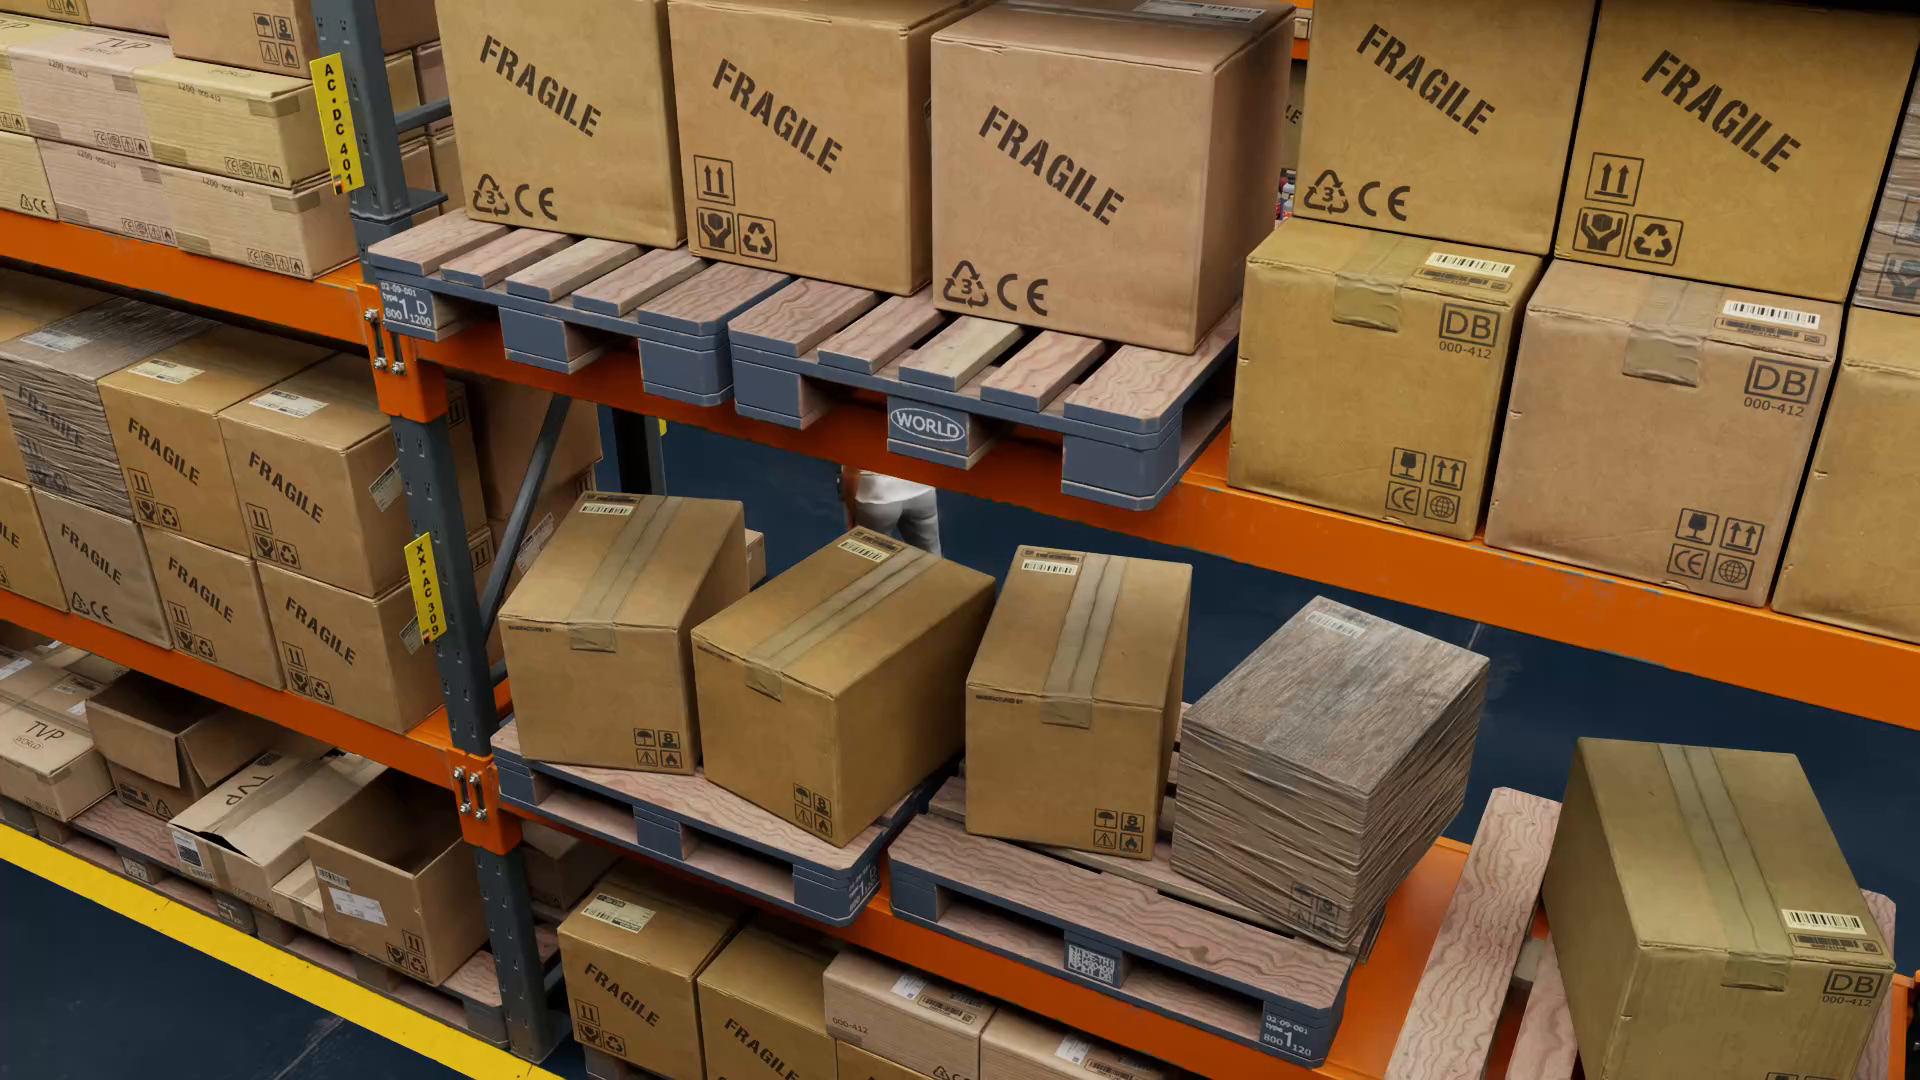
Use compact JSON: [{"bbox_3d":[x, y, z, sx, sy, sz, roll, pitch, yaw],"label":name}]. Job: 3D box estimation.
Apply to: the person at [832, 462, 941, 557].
[{"bbox_3d":[-0.273,-0.177,7.425,0.511,1.658,0.660,-18,35,-28],"label":"person"}]
